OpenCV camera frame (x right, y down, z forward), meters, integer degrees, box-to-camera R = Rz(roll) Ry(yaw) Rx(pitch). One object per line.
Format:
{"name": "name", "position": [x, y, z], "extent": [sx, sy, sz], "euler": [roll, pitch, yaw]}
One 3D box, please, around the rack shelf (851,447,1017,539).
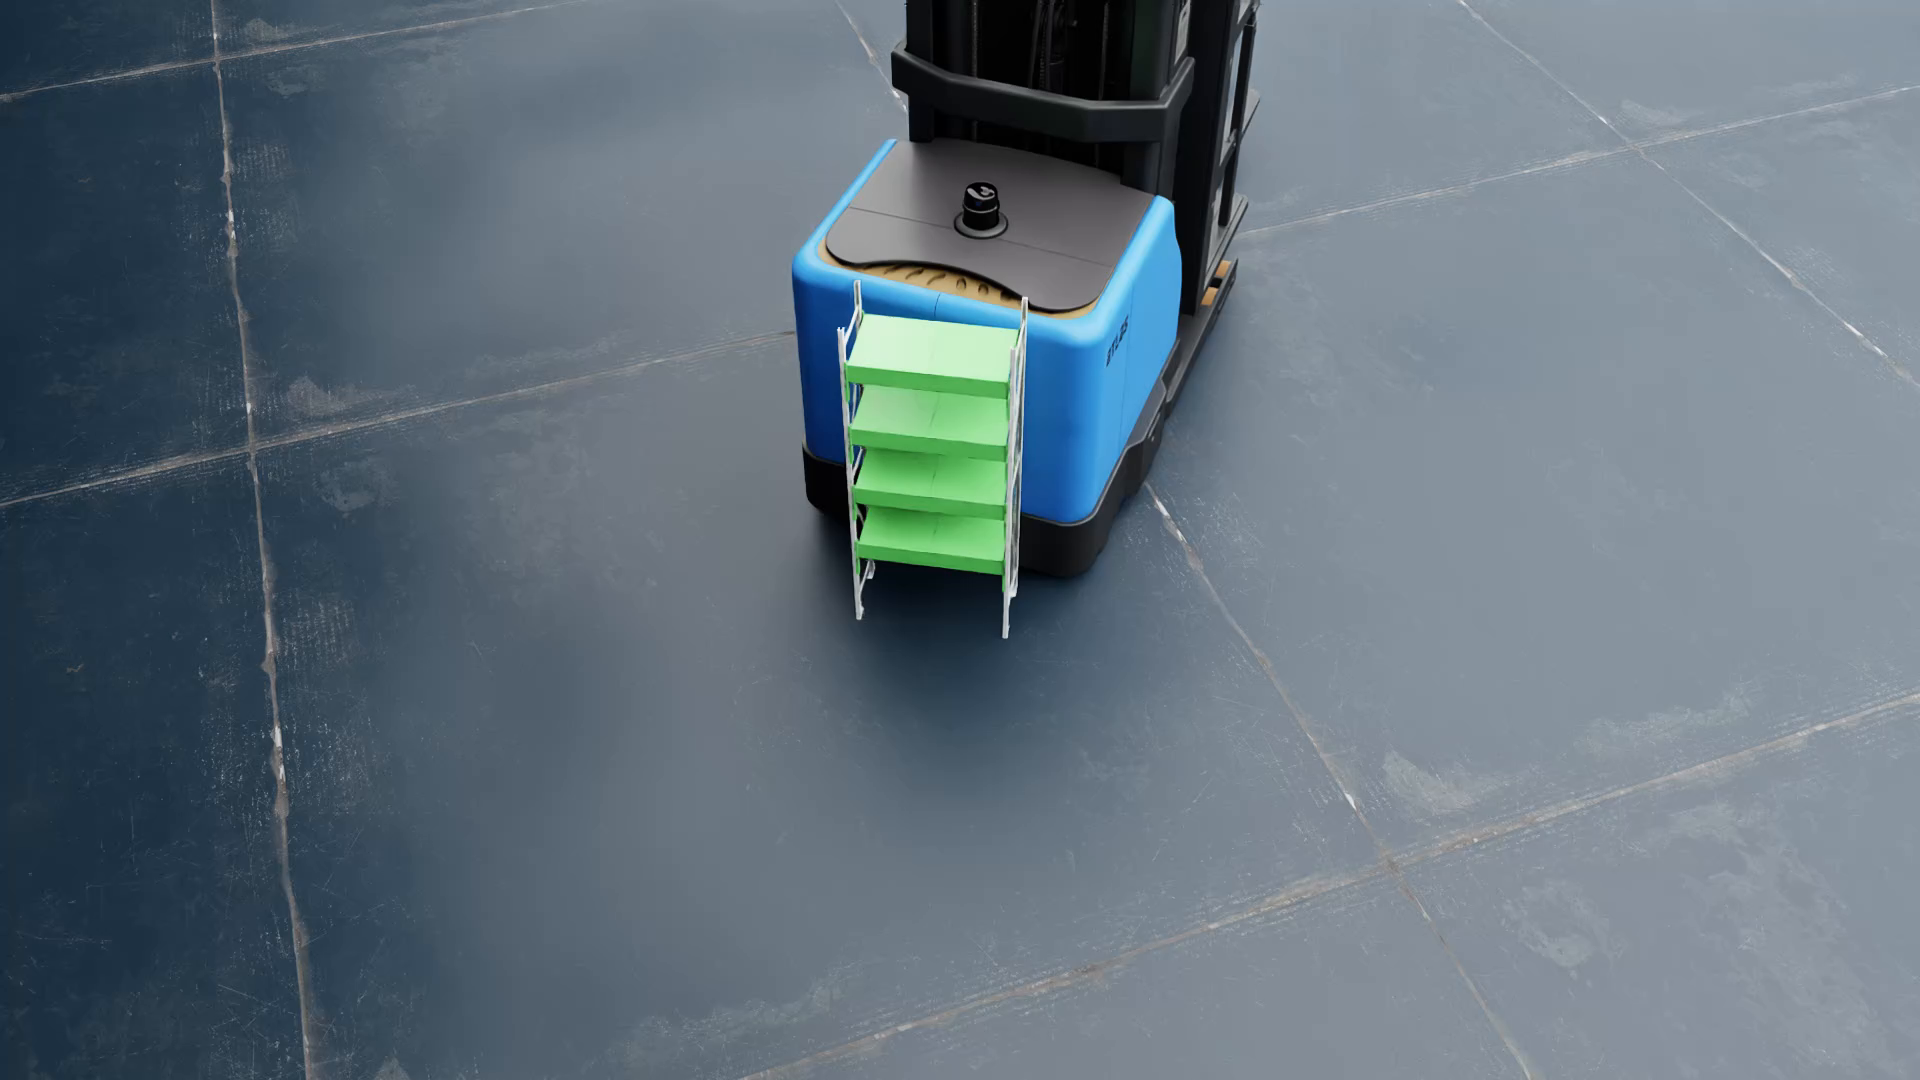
{"name": "rack shelf", "position": [-0.074, -0.170, 5.162], "extent": [0.480, 0.148, 0.258], "euler": [7, 46, 7]}

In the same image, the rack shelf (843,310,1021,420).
{"name": "rack shelf", "position": [-0.074, -0.509, 4.822], "extent": [0.480, 0.148, 0.258], "euler": [7, 46, 7]}

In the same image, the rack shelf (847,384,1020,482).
{"name": "rack shelf", "position": [-0.074, -0.339, 4.992], "extent": [0.480, 0.148, 0.258], "euler": [7, 46, 7]}

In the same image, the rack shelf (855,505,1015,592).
{"name": "rack shelf", "position": [-0.074, 0.000, 5.332], "extent": [0.480, 0.148, 0.258], "euler": [7, 46, 7]}

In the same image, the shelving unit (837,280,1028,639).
{"name": "shelving unit", "position": [-0.074, -0.215, 5.117], "extent": [0.503, 1.200, 0.258], "euler": [7, 46, 7]}

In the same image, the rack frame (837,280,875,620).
{"name": "rack frame", "position": [-0.315, -0.244, 5.146], "extent": [0.015, 1.200, 0.240], "euler": [7, 46, 7]}

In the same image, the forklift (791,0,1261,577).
{"name": "forklift", "position": [0.473, -1.972, 5.647], "extent": [1.130, 2.935, 3.031], "euler": [16, 47, 15]}

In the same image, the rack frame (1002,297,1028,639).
{"name": "rack frame", "position": [0.166, -0.186, 5.088], "extent": [0.015, 1.200, 0.240], "euler": [7, 46, 7]}
